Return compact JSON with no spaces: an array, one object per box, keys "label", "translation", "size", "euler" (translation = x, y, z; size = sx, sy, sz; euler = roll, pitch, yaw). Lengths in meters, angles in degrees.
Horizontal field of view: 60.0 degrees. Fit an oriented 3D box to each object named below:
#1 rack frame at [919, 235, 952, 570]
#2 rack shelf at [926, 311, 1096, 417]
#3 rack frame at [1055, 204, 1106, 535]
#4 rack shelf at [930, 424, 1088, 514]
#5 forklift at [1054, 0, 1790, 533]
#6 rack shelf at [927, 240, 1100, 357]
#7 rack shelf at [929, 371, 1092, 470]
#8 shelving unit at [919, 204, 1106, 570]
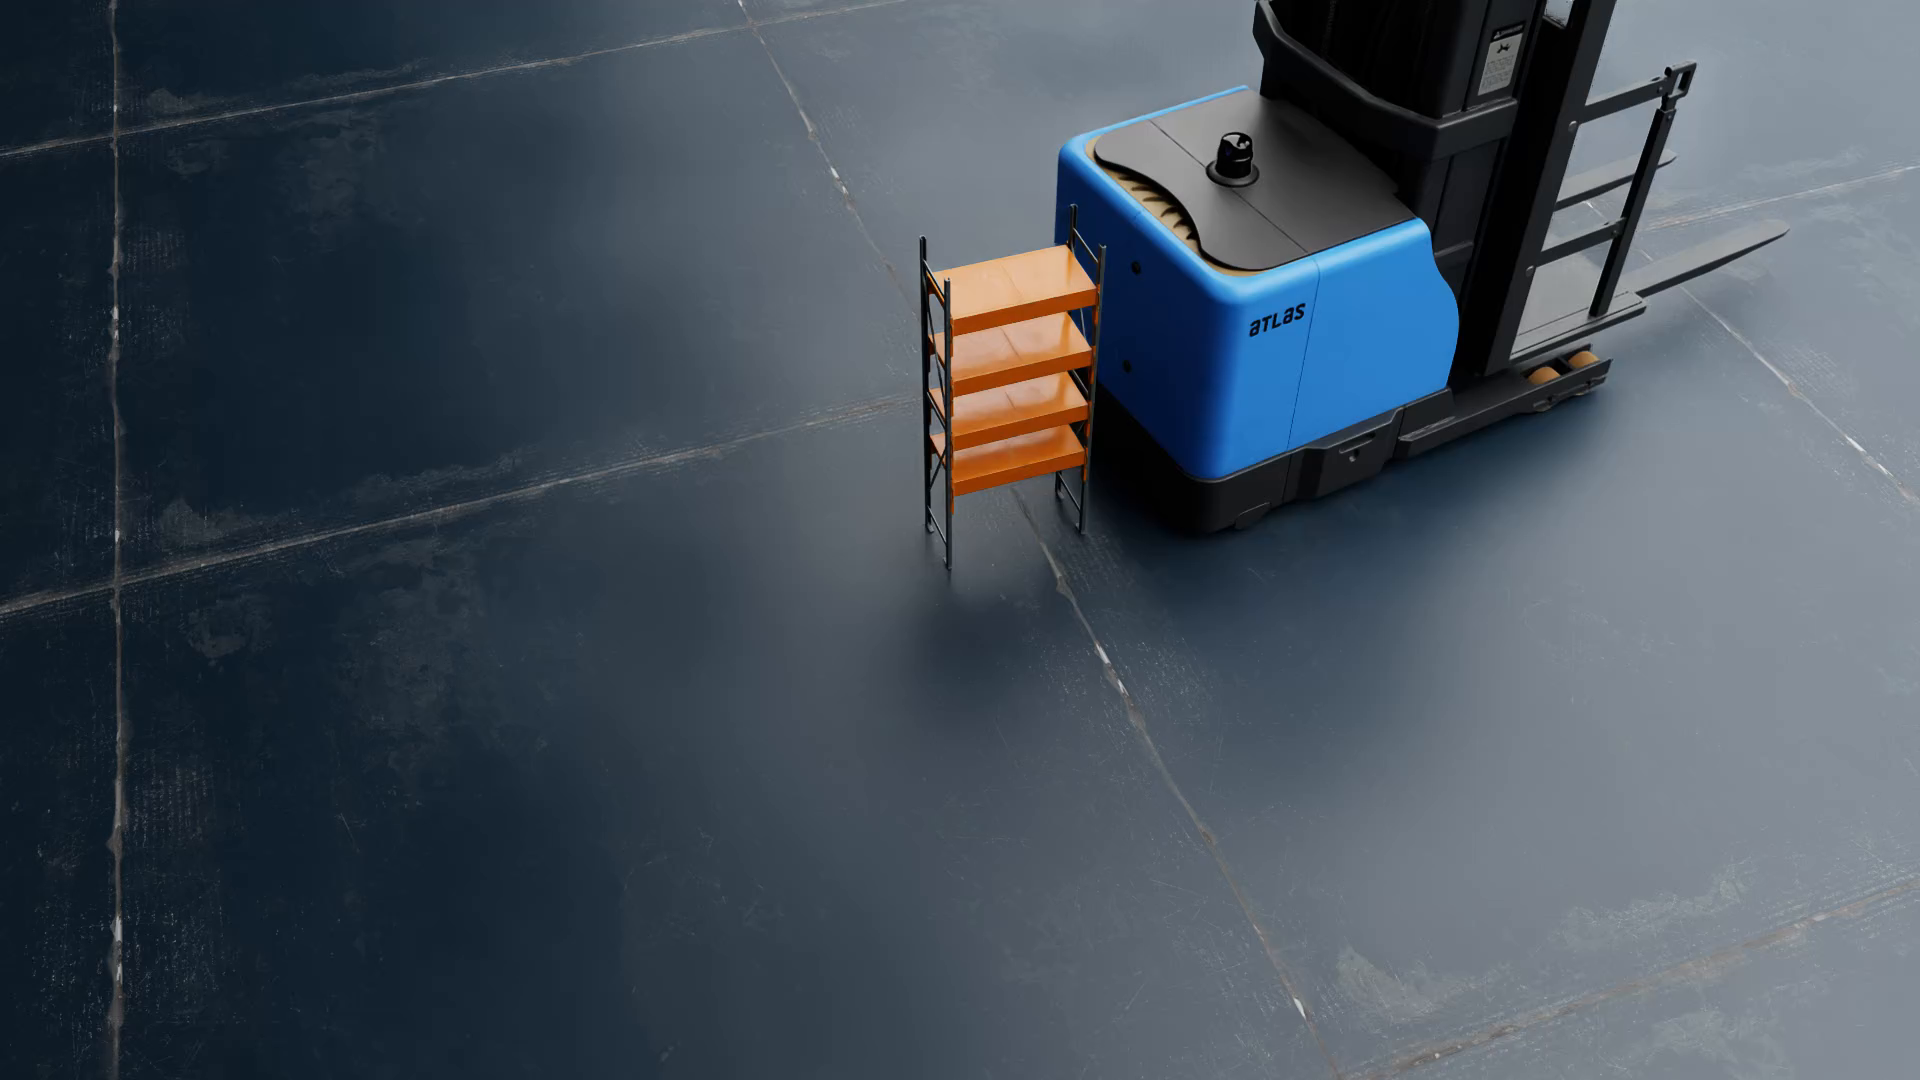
[{"label":"rack frame","translation":[-0.074,-0.405,5.306],"size":[0.015,1.200,0.240],"euler":[-14,47,-14]},{"label":"rack shelf","translation":[0.156,-0.574,5.254],"size":[0.480,0.148,0.258],"euler":[-14,47,-14]},{"label":"rack frame","translation":[0.385,-0.522,5.423],"size":[0.015,1.200,0.240],"euler":[-14,47,-14]},{"label":"rack shelf","translation":[0.156,-0.276,5.553],"size":[0.480,0.148,0.258],"euler":[-14,47,-14]},{"label":"forklift","translation":[1.856,-1.823,5.497],"size":[3.031,2.935,1.130],"euler":[-21,49,-20]},{"label":"rack shelf","translation":[0.156,-0.741,5.086],"size":[0.480,0.148,0.258],"euler":[-14,47,-14]},{"label":"rack shelf","translation":[0.156,-0.416,5.412],"size":[0.480,0.148,0.258],"euler":[-14,47,-14]},{"label":"shelving unit","translation":[0.156,-0.463,5.365],"size":[0.503,1.200,0.258],"euler":[-14,47,-14]}]
